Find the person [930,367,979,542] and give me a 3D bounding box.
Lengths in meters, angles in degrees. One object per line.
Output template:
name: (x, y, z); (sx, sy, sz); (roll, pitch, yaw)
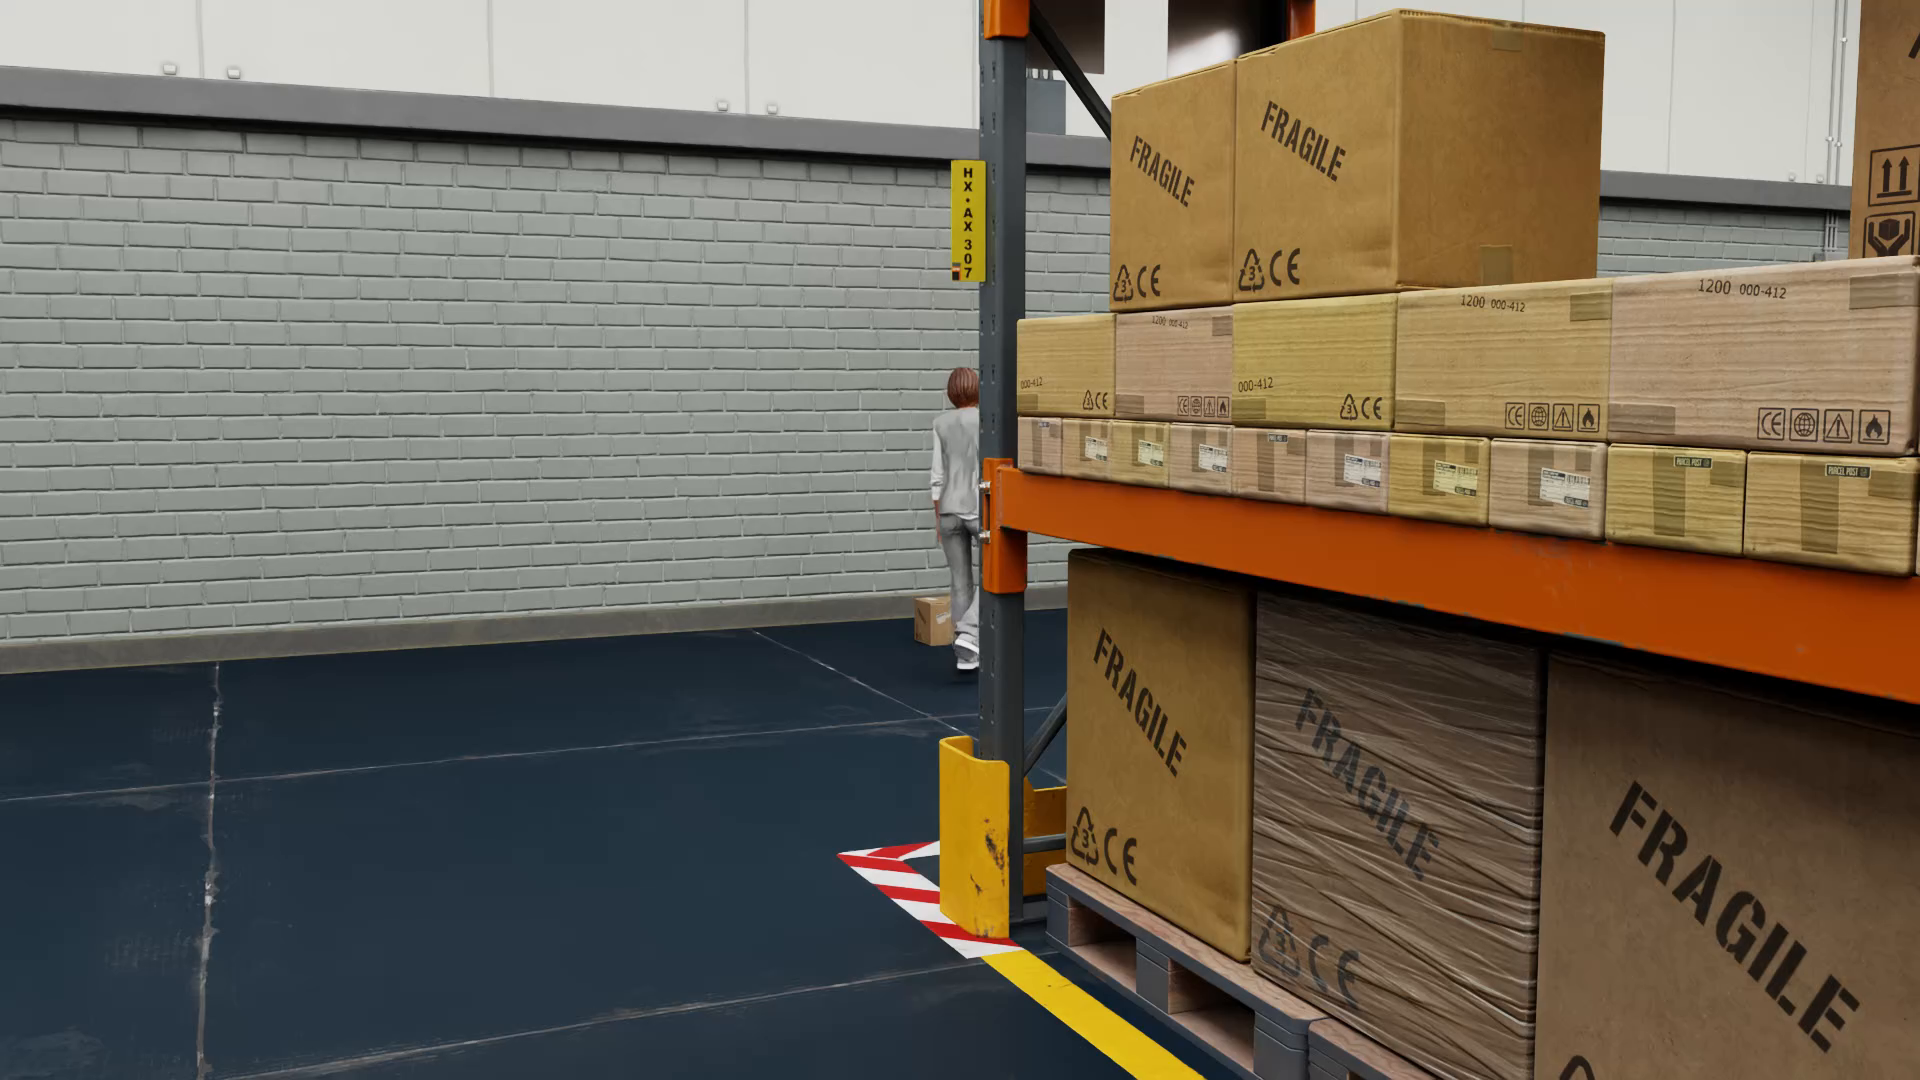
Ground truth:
person: (0.053, -0.432, 8.684); (0.440, 0.938, 0.328); (2, 6, 21)
